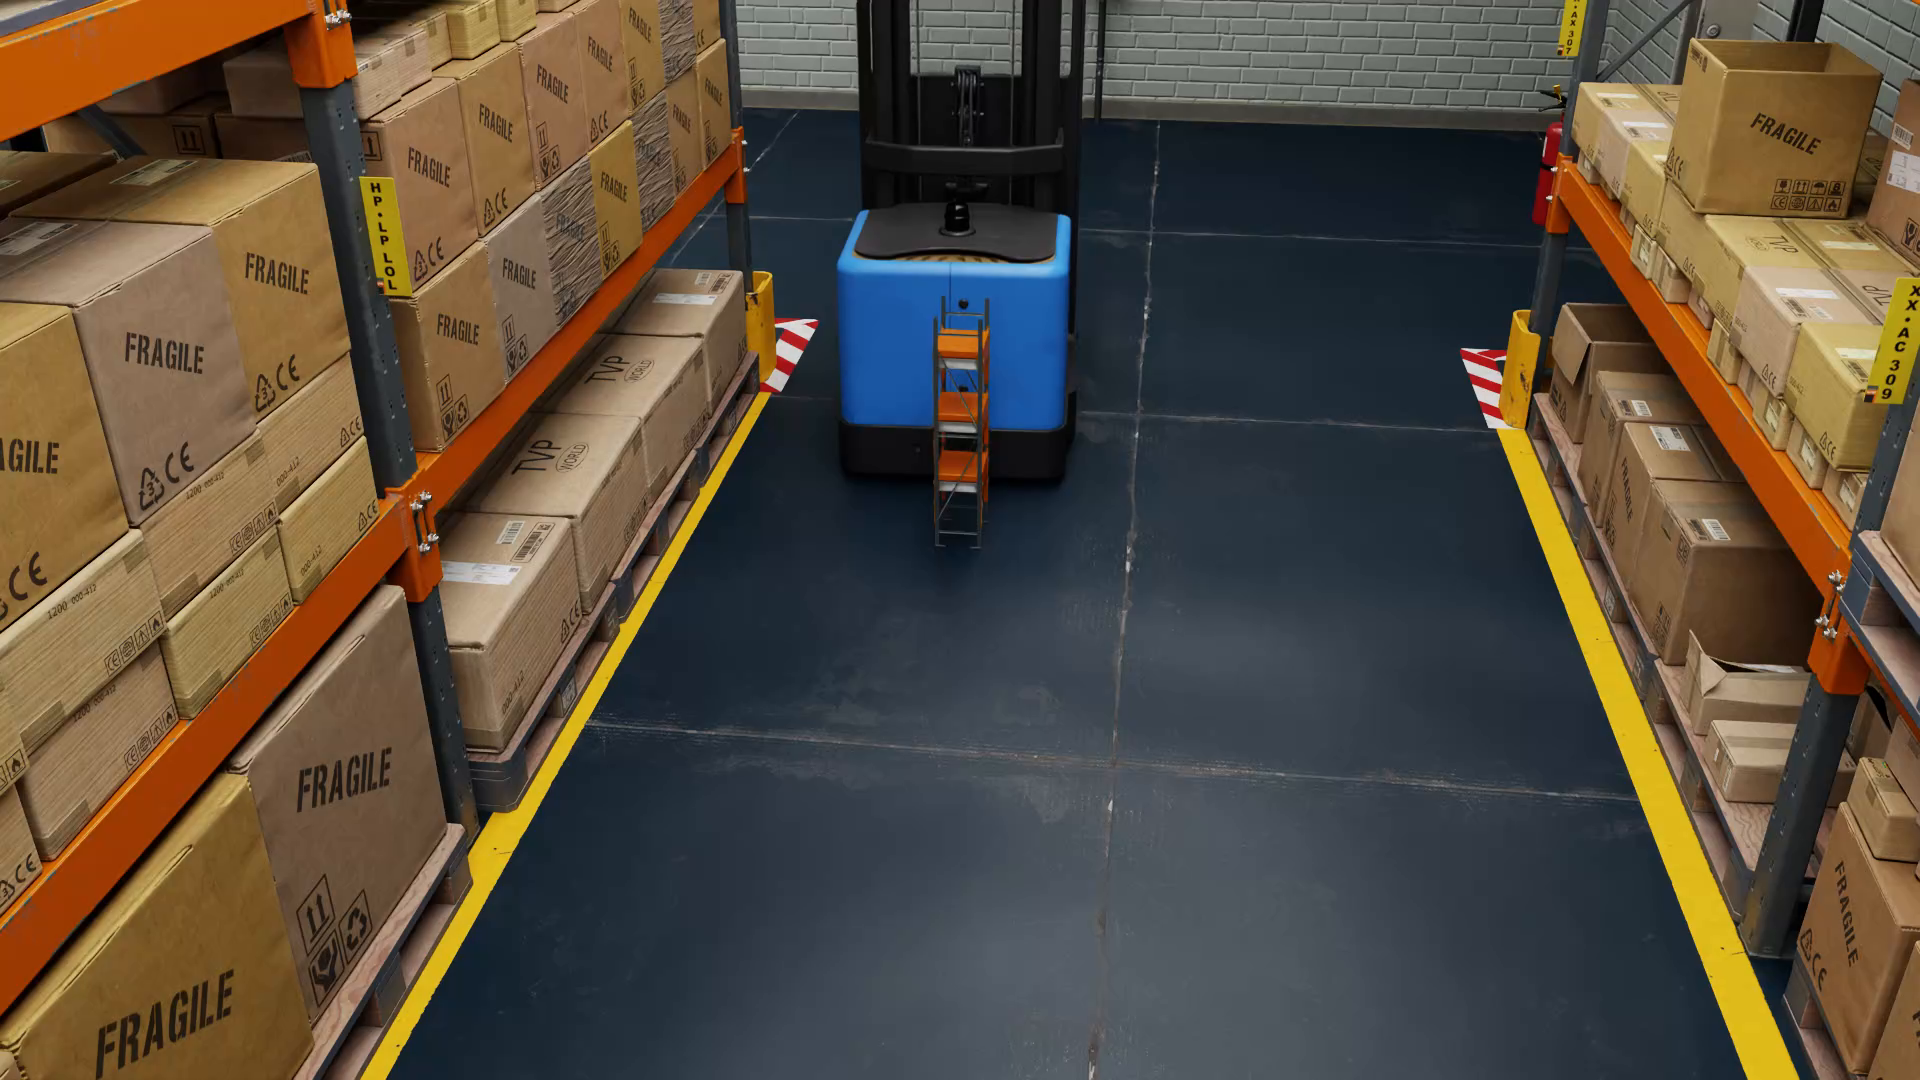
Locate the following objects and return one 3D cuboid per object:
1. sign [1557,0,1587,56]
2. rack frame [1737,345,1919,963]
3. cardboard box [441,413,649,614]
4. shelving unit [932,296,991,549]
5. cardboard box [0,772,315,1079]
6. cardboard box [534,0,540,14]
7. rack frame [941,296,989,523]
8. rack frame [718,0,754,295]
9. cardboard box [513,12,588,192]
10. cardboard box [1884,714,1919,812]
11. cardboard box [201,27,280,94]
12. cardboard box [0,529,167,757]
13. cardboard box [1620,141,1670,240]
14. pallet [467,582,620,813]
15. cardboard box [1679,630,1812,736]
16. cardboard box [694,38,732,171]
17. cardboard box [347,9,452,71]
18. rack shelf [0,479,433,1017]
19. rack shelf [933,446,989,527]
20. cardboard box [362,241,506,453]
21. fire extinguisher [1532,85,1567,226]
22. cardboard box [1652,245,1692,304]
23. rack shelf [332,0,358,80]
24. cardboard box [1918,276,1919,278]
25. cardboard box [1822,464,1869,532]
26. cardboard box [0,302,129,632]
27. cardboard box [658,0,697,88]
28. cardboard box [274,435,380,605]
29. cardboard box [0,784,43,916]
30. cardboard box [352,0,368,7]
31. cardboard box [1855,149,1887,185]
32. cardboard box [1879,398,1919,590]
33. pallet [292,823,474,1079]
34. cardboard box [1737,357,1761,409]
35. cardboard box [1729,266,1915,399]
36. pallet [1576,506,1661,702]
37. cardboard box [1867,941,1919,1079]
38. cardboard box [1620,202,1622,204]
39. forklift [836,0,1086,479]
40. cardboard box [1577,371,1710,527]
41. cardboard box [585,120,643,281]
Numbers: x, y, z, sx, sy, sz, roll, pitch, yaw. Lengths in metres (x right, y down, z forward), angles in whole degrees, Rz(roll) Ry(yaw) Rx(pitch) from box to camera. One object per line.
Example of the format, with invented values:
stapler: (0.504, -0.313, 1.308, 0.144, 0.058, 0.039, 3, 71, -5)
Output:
sign: (2.798, -2.372, 7.577, 0.100, 0.325, 0.005, 3, 28, 6)
rack frame: (2.847, -0.076, 4.229, 1.000, 3.000, 0.127, 3, 28, 6)
cardboard box: (-1.788, -0.131, 6.589, 0.875, 0.438, 0.875, 3, 28, 5)
shelving unit: (0.007, -0.487, 7.048, 0.215, 1.050, 0.252, 3, 28, 6)
cardboard box: (-2.180, 1.110, 3.825, 0.875, 0.875, 0.875, 4, 29, 8)
cardboard box: (-1.677, -1.871, 5.716, 0.380, 0.149, 0.250, 3, 28, 6)
rack frame: (0.022, -0.545, 7.154, 0.200, 1.050, 0.008, 3, 28, 6)
rack frame: (-1.590, -2.246, 8.256, 1.000, 3.000, 0.127, 3, 28, 6)
cardboard box: (-1.639, -1.535, 5.778, 0.500, 0.500, 0.500, 4, 29, 7)
cardboard box: (2.599, 0.580, 4.207, 0.380, 0.149, 0.250, 3, 28, 5)
cardboard box: (-2.218, -1.414, 4.869, 0.380, 0.149, 0.250, 4, 29, 7)
cardboard box: (-2.004, 0.184, 3.376, 0.500, 0.250, 0.500, 4, 29, 7)
cardboard box: (2.893, -1.350, 6.438, 0.500, 0.250, 0.500, 3, 28, 5)
pallet: (-1.909, 0.511, 6.079, 1.003, 0.211, 1.213, 3, 28, 6)
cardboard box: (2.667, 0.495, 5.608, 0.396, 0.266, 0.258, 4, 29, 8)
cardboard box: (-1.387, -2.048, 7.783, 0.500, 0.500, 0.500, 4, 29, 6)
cardboard box: (-1.779, -1.511, 5.048, 0.380, 0.149, 0.250, 3, 28, 6)
rack shelf: (-2.325, 0.895, 3.185, 1.077, 0.370, 4.000, 3, 28, 6)
rack shelf: (0.007, -0.233, 7.185, 0.215, 0.259, 0.240, 3, 28, 6)
cardboard box: (-1.763, -0.613, 5.119, 0.500, 0.500, 0.500, 4, 29, 8)
fire extinguisher: (2.896, -1.857, 8.009, 0.296, 0.674, 0.183, 3, 28, 6)
cardboard box: (2.805, -0.981, 6.174, 0.380, 0.149, 0.250, 4, 29, 7)
rack shelf: (-1.835, -2.308, 5.968, 1.077, 0.370, 4.000, 3, 28, 6)
cardboard box: (3.230, -0.595, 5.037, 0.500, 0.250, 0.500, 3, 28, 6)
cardboard box: (2.635, -0.131, 4.595, 0.380, 0.149, 0.250, 4, 29, 7)
cardboard box: (-2.023, -0.141, 3.189, 0.500, 0.500, 0.500, 4, 29, 8)
cardboard box: (-1.448, -2.242, 7.089, 0.500, 0.500, 0.500, 3, 29, 6)
cardboard box: (-1.885, -0.071, 4.378, 0.500, 0.250, 0.500, 3, 28, 5)
cardboard box: (-2.088, 0.648, 3.042, 0.500, 0.250, 0.500, 3, 28, 6)
cardboard box: (-2.170, -1.771, 5.531, 0.380, 0.149, 0.250, 3, 28, 6)
cardboard box: (3.414, -1.317, 6.376, 0.500, 0.250, 0.500, 4, 29, 8)
cardboard box: (2.565, -0.091, 3.707, 0.700, 0.500, 0.500, 4, 29, 7)
pallet: (-2.100, 1.232, 4.740, 1.003, 0.211, 1.213, 3, 28, 6)
cardboard box: (2.712, -0.500, 5.280, 0.380, 0.149, 0.250, 4, 29, 8)
cardboard box: (2.714, -0.632, 5.105, 0.500, 0.250, 0.500, 3, 29, 6)
pallet: (3.079, 0.252, 6.560, 1.003, 0.211, 1.213, 3, 28, 6)
cardboard box: (2.508, 1.305, 3.858, 0.500, 0.500, 0.500, 3, 28, 6)
cardboard box: (3.041, -1.462, 7.066, 0.380, 0.149, 0.250, 3, 28, 6)
forklift: (0.072, -2.238, 8.314, 1.130, 2.935, 3.031, 2, 28, 4)
cardboard box: (3.024, -0.361, 6.951, 0.700, 0.500, 0.500, 4, 29, 8)
cardboard box: (-1.567, -1.326, 6.443, 0.500, 0.500, 0.500, 4, 29, 8)
